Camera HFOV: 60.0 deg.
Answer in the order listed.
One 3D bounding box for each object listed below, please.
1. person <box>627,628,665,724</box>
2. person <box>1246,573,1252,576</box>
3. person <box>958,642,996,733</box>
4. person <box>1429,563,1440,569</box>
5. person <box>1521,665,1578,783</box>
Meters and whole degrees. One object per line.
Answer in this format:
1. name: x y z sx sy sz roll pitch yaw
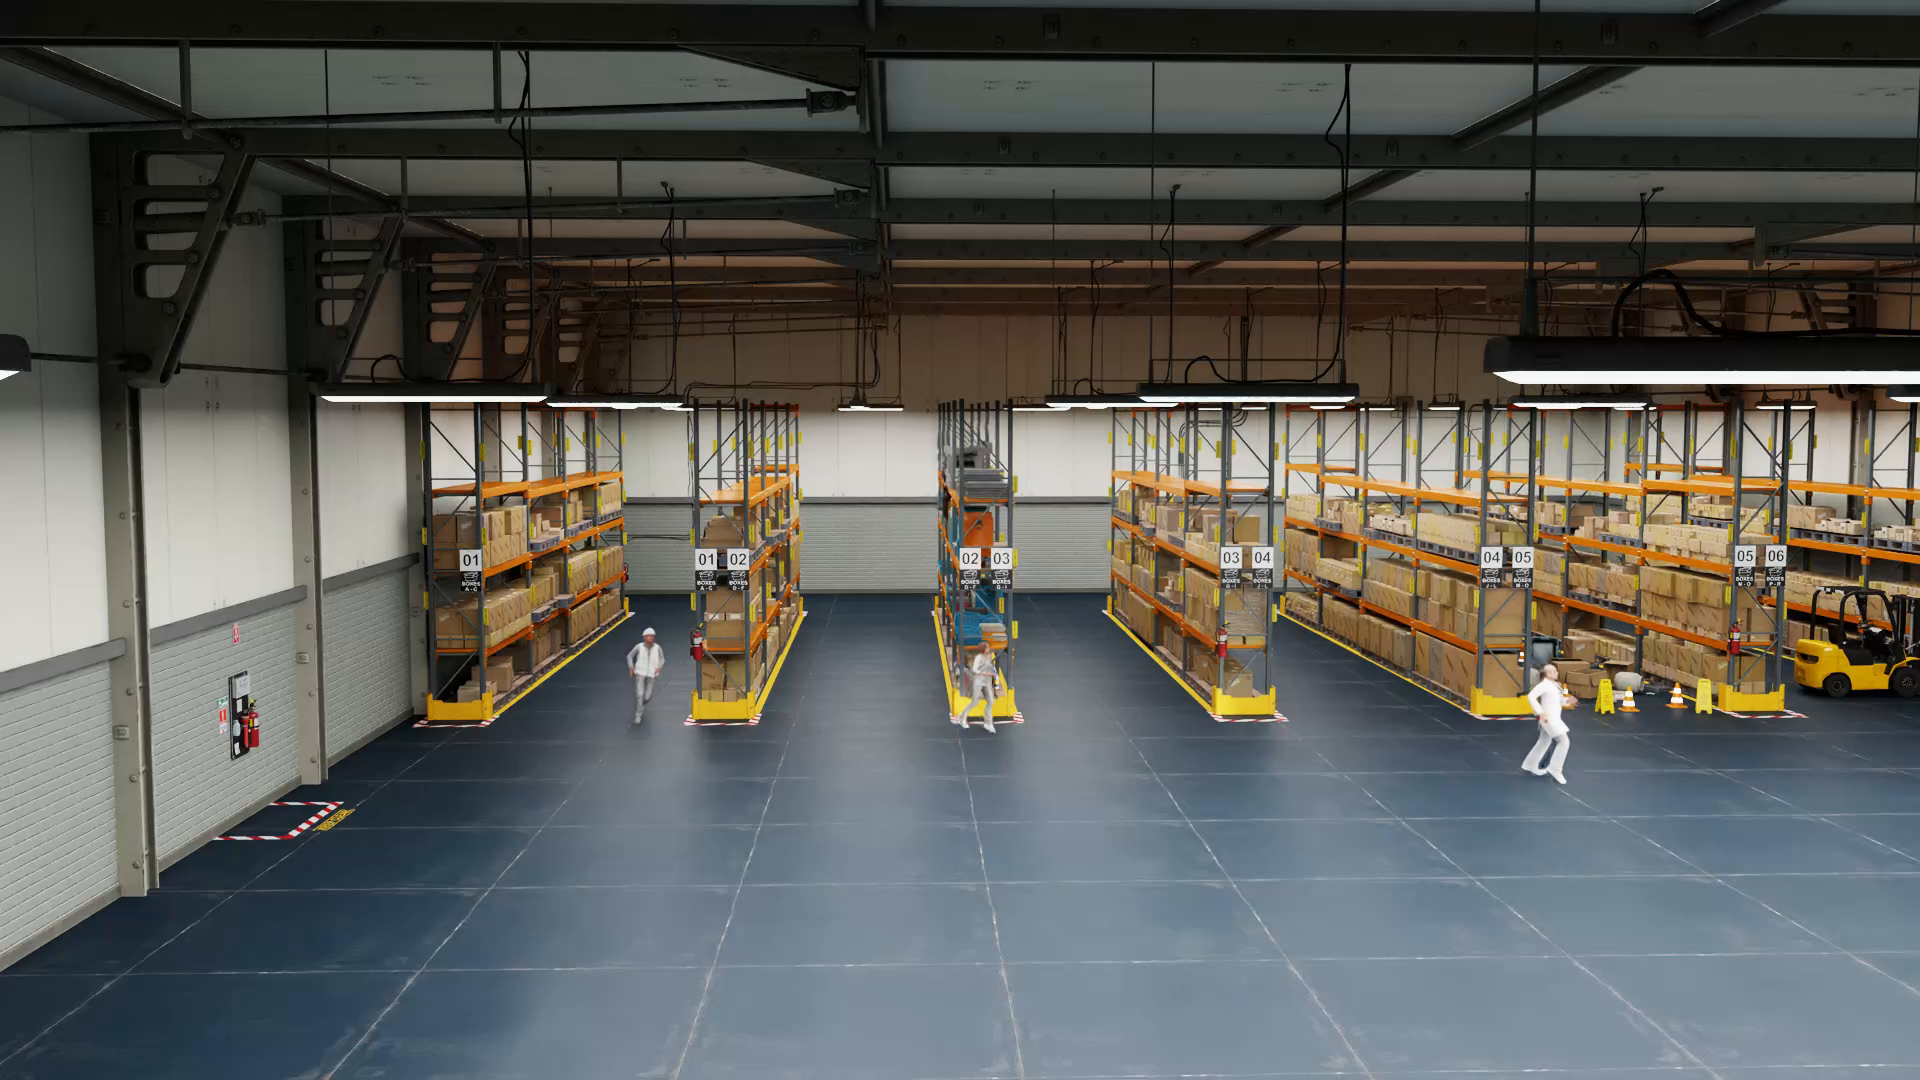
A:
1. person: -5.875 2.513 31.130 0.701 1.742 0.733 -2 5 -20
2. person: 8.117 1.283 47.642 0.614 1.704 0.751 3 5 34
3. person: 0.365 2.640 30.056 0.764 1.616 0.569 3 5 31
4. person: 14.057 1.161 49.298 0.558 1.624 0.619 0 4 3
5. person: 9.217 2.867 26.001 0.828 1.846 0.662 2 5 25
